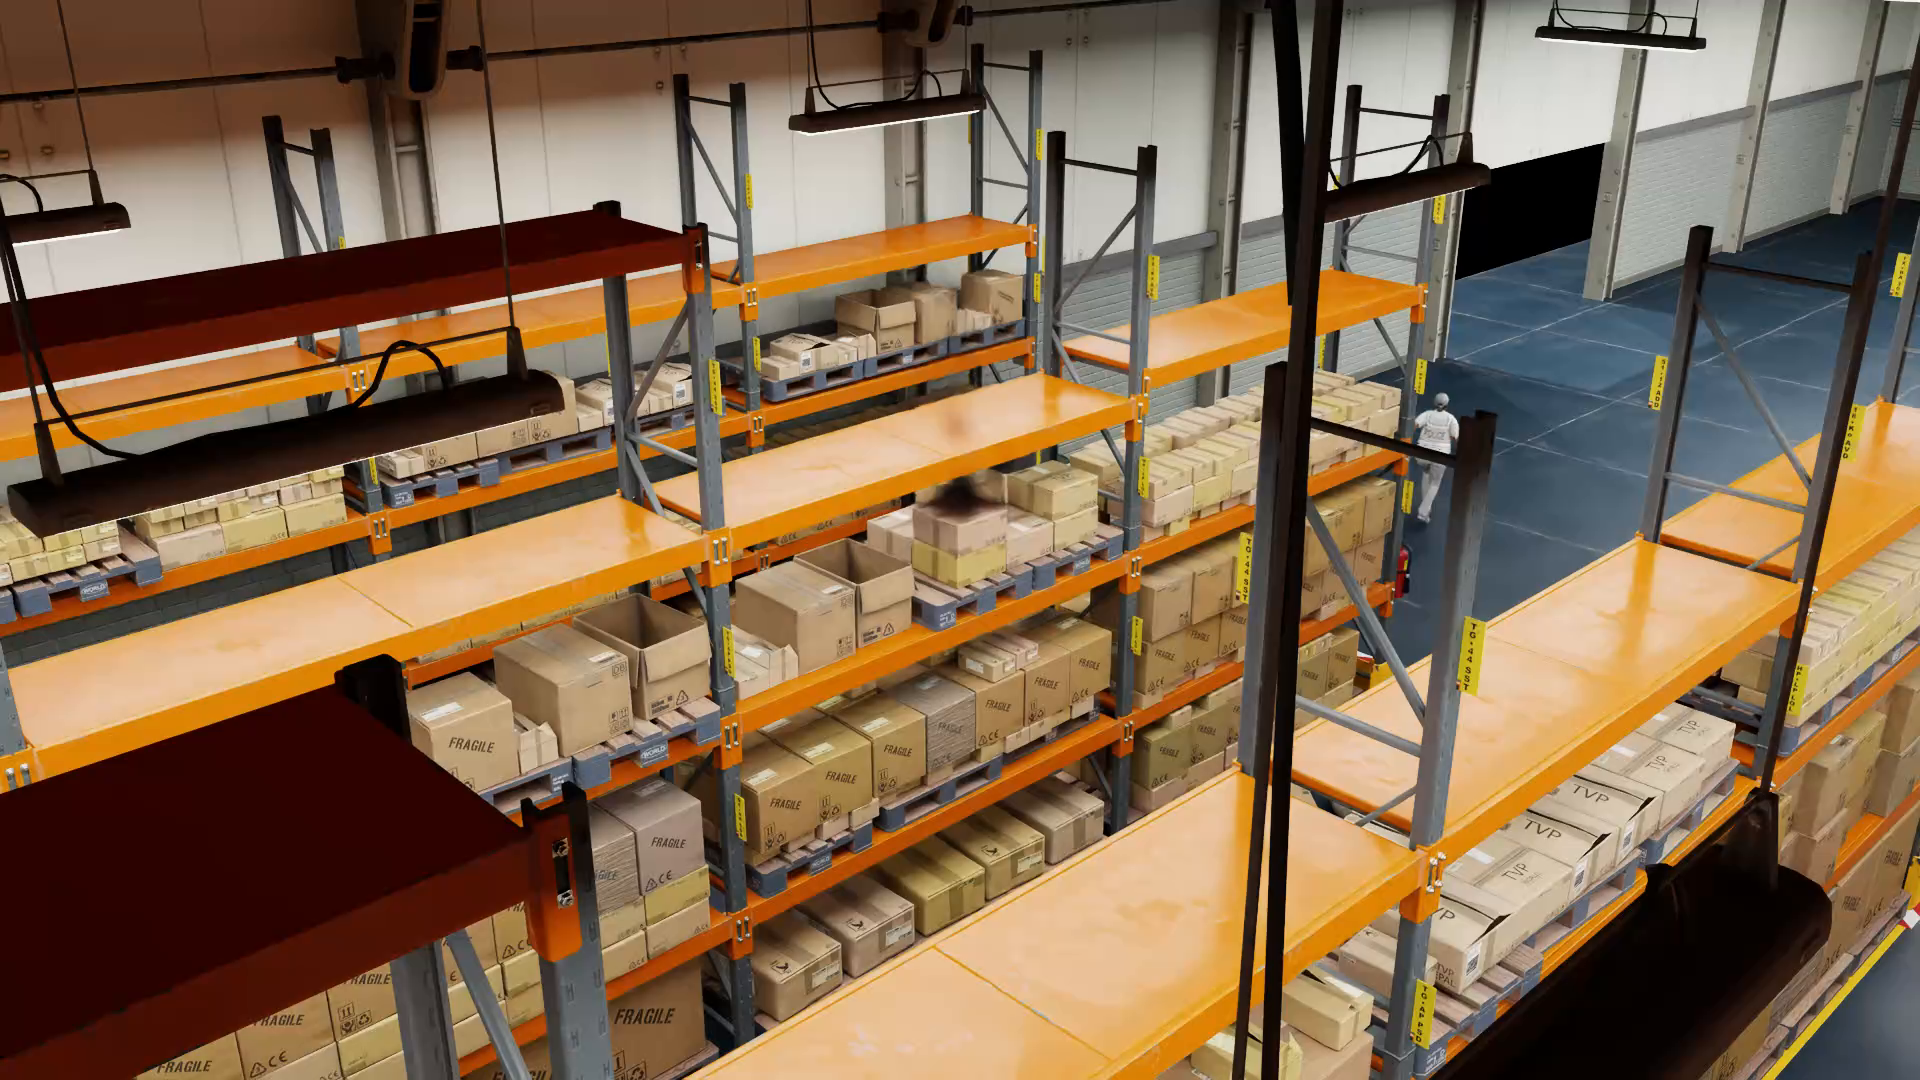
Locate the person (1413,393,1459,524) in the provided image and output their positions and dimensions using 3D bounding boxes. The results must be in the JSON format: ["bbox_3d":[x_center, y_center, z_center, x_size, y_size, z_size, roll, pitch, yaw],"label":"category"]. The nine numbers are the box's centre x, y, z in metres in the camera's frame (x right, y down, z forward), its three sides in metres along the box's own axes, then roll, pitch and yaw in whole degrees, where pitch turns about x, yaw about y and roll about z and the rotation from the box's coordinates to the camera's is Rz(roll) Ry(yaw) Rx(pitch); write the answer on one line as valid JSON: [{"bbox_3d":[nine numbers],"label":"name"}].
[{"bbox_3d":[6.002,-1.011,21.168,0.626,1.707,0.832,11,25,24],"label":"person"}]
